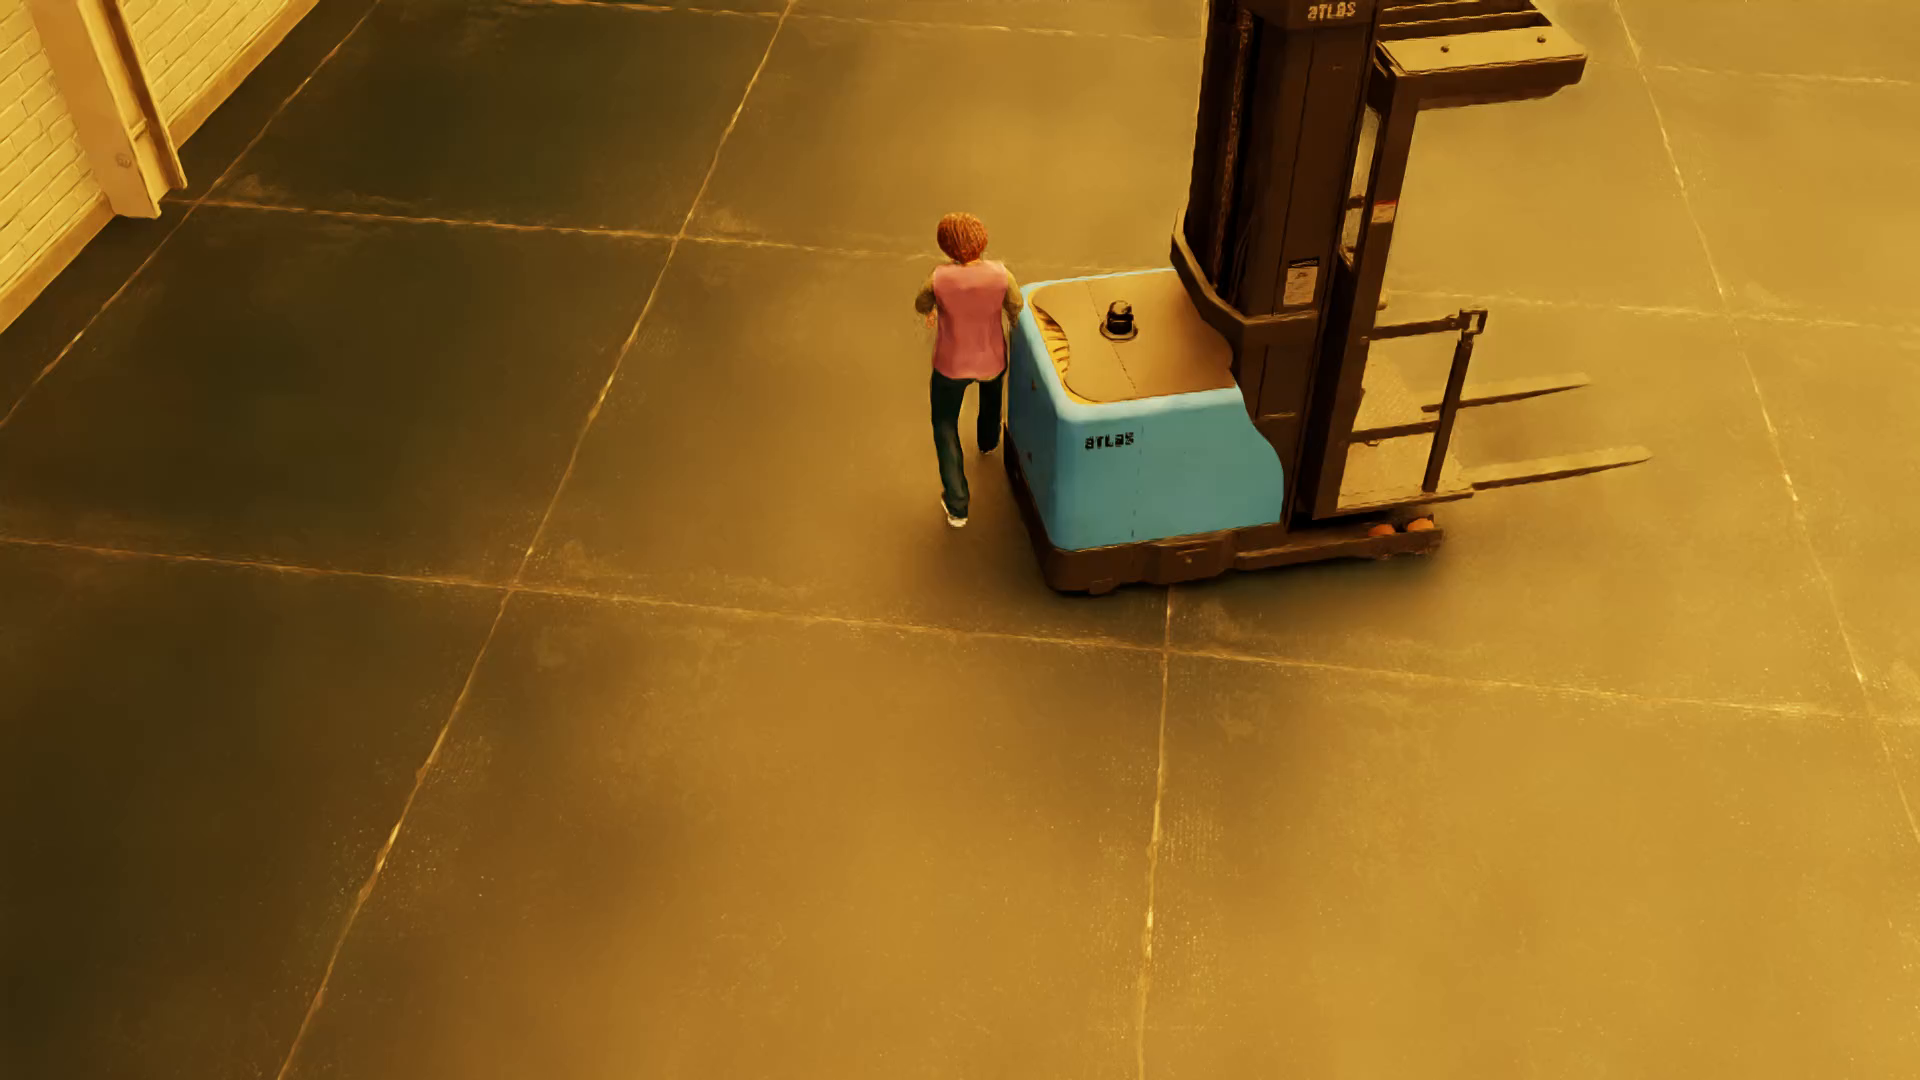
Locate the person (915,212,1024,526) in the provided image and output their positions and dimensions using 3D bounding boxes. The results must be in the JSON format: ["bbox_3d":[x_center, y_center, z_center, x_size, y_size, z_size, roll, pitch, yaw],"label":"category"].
[{"bbox_3d":[0.081,-0.860,7.738,0.553,1.477,0.777,-8,43,-8],"label":"person"}]

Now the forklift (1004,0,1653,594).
[{"bbox_3d":[1.786,-1.334,7.177,3.031,2.935,1.130,-8,43,-8],"label":"forklift"}]
